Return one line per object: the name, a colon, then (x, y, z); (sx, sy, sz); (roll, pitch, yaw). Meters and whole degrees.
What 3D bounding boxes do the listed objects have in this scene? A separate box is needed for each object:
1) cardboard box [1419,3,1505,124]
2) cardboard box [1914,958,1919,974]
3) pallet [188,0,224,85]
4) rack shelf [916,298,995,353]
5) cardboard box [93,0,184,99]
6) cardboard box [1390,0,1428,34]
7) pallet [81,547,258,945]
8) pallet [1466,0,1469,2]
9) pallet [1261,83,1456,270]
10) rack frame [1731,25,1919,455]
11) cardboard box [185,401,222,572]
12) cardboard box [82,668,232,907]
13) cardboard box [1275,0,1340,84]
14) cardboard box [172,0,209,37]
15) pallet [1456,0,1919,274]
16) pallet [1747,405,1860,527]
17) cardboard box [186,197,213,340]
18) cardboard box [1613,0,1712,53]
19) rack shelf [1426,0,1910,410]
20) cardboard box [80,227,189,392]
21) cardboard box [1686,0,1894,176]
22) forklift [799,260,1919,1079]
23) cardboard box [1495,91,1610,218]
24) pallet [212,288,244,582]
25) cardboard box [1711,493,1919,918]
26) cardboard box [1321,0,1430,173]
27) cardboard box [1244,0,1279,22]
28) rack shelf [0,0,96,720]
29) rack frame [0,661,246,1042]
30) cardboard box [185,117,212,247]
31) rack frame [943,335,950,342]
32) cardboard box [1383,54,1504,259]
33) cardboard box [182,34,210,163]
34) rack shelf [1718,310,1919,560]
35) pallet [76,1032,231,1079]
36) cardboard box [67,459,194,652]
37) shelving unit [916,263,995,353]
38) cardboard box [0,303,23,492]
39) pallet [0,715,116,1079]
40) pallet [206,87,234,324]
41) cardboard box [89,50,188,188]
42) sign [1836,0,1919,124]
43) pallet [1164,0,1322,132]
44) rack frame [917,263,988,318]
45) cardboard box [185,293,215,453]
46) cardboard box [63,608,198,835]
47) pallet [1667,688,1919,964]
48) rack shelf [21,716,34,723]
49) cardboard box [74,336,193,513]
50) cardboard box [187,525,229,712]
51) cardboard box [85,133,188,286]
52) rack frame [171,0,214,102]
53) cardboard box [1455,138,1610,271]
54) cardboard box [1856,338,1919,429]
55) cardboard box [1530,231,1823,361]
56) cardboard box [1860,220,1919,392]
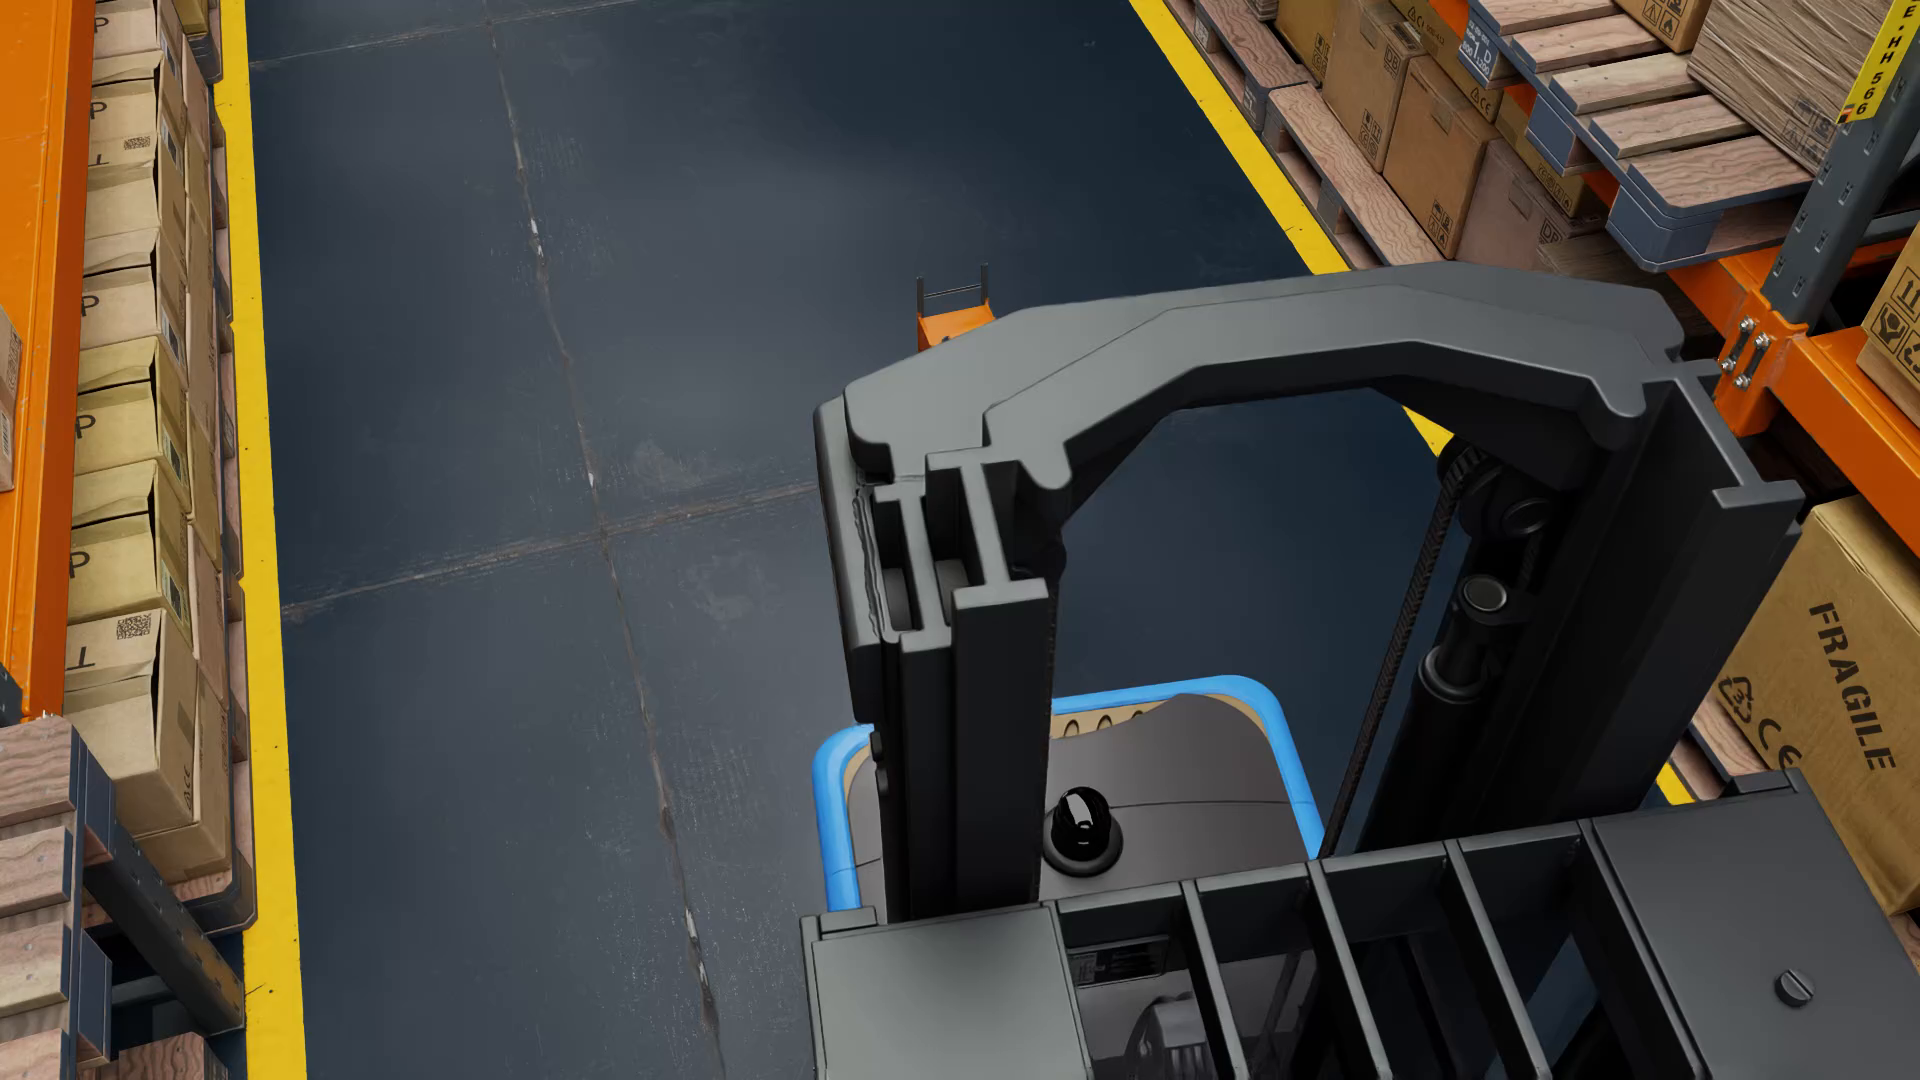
cardboard box: (1.901, -1.681, 5.562); (0.500, 0.250, 0.500); (-14, 51, -11)
cardboard box: (2.774, 0.981, 3.592); (0.750, 0.750, 0.750); (-14, 51, -11)
pallet: (-3.680, -2.274, 7.029); (1.003, 0.211, 1.213); (-13, 51, -11)
rack shelf: (0.016, -0.475, 4.607); (0.215, 0.259, 0.240); (-13, 51, -11)
cardboard box: (-3.091, -1.782, 5.947); (0.500, 0.311, 0.500); (-13, 51, -11)
cardboard box: (1.771, -2.050, 5.873); (0.500, 0.250, 0.500); (-15, 51, -12)
pallet: (-2.508, 0.627, 4.583); (1.003, 0.211, 1.213); (-13, 51, -11)
pallet: (1.804, -2.159, 5.234); (1.003, 0.211, 1.213); (-13, 51, -11)
pallet: (1.842, -1.346, 6.247); (1.003, 0.211, 1.213); (-13, 51, -11)
rack frame: (2.429, -0.784, 3.949); (1.000, 3.000, 0.127); (-13, 51, -11)
cardboard box: (-2.485, -0.105, 4.900); (0.500, 0.250, 0.500); (-15, 51, -12)
cardboard box: (-2.176, 0.641, 4.272); (0.500, 0.250, 0.500); (-13, 51, -11)
cardboard box: (1.680, -2.142, 6.441); (0.700, 0.500, 0.500); (-14, 51, -12)
cardboard box: (-3.333, -2.239, 6.700); (0.500, 0.250, 0.500); (-13, 51, -11)
pallet: (2.116, -1.219, 4.441); (1.213, 0.211, 1.003); (-13, 51, -11)
pallet: (2.199, -0.456, 5.497); (1.003, 0.211, 1.213); (-13, 51, -11)
cardboard box: (-2.786, -0.851, 5.529); (0.500, 0.250, 0.500); (-12, 51, -10)
cardboard box: (2.089, -1.701, 4.369); (0.700, 0.500, 0.500); (-18, 52, -14)
rack shelf: (1.837, -2.013, 5.456); (1.077, 0.370, 4.000); (-13, 51, -11)
cardboard box: (-2.641, -0.670, 5.010); (0.500, 0.311, 0.500); (-14, 51, -11)
cardboard box: (2.280, -1.299, 4.030); (0.700, 0.500, 0.500); (-19, 52, -15)
forklift: (0.421, 1.204, 2.318); (1.130, 2.935, 3.031); (-7, 50, -6)
cardboard box: (2.058, -1.307, 5.246); (0.500, 0.250, 0.500); (-12, 51, -10)
pallet: (-2.865, -0.262, 5.333); (1.003, 0.211, 1.213); (-13, 51, -11)
cardboard box: (2.521, 0.340, 4.133); (0.750, 0.750, 0.750); (-14, 51, -11)
cardboard box: (1.793, -1.760, 6.119); (0.700, 0.500, 0.500); (-13, 51, -11)
cardboard box: (1.480, -2.508, 6.750); (0.700, 0.500, 0.500); (-12, 51, -10)
rack shelf: (-2.894, -0.890, 4.509); (1.077, 0.370, 4.000); (-13, 51, -11)
rack frame: (-2.302, 0.339, 3.003); (1.000, 3.000, 0.127); (-13, 51, -11)
cardboard box: (-2.938, -1.225, 5.844); (0.500, 0.250, 0.500); (-14, 51, -12)
rack frame: (0.052, -0.210, 4.741); (0.200, 1.050, 0.008); (-13, 51, -11)
cardboard box: (1.951, -1.393, 5.810); (0.700, 0.500, 0.500); (-14, 51, -11)
cardboard box: (-3.085, -1.595, 6.156); (0.500, 0.250, 0.500); (-14, 51, -11)
rack shelf: (3.020, 0.908, 2.993); (1.077, 0.370, 4.000); (-13, 51, -11)
pallet: (-2.117, 1.791, 3.602); (1.003, 0.211, 1.213); (-13, 51, -11)
cardboard box: (-2.340, 0.078, 4.379); (0.500, 0.311, 0.500); (-14, 51, -12)
shelving unit: (0.016, -0.299, 4.816); (0.215, 1.050, 0.252); (-13, 51, -11)
cardboard box: (-2.382, -0.330, 3.624); (0.500, 0.311, 0.500); (-14, 51, -11)
pallet: (-2.035, 0.880, 2.672); (1.213, 0.211, 1.003); (-13, 51, -11)
pallet: (-3.230, -1.155, 6.085); (1.003, 0.211, 1.213); (-13, 51, -11)
cardboard box: (-2.932, -1.403, 5.628); (0.500, 0.311, 0.500); (-12, 51, -10)
sign: (1.913, -1.002, 3.428); (0.100, 0.325, 0.005); (-13, 51, -11)
pallet: (1.478, -2.239, 6.999); (1.003, 0.211, 1.213); (-13, 51, -11)
rack frame: (-0.020, -0.388, 4.891); (0.200, 1.050, 0.008); (-13, 51, -11)
cardboard box: (-2.637, -0.479, 5.216); (0.500, 0.250, 0.500); (-12, 51, -10)
cardboard box: (-2.176, 0.460, 4.057); (0.500, 0.311, 0.500); (-12, 51, -10)
pallet: (2.590, 0.707, 4.516); (1.003, 0.211, 1.213); (-13, 51, -11)
rack shelf: (-1.711, 2.031, 2.046); (1.077, 0.370, 4.000); (-13, 51, -11)
cardboard box: (-2.488, -0.295, 4.694); (0.500, 0.311, 0.500); (-15, 51, -12)
cardboard box: (-2.326, 0.274, 4.581); (0.500, 0.250, 0.500); (-15, 51, -12)
cardboard box: (-2.786, -1.038, 5.320); (0.500, 0.311, 0.500); (-13, 51, -11)
rack frame: (-3.485, -2.583, 5.466); (1.000, 3.000, 0.127); (-13, 51, -11)
cardboard box: (2.125, -1.037, 5.509); (0.700, 0.500, 0.500); (-13, 51, -11)
cardboard box: (2.305, -0.417, 3.791); (0.380, 0.149, 0.250); (-14, 51, -12)
cardboard box: (2.166, -0.634, 5.170); (0.700, 0.500, 0.500); (-13, 51, -10)
cardboard box: (2.328, -0.506, 3.442); (0.500, 0.500, 0.500); (-12, 51, -10)
